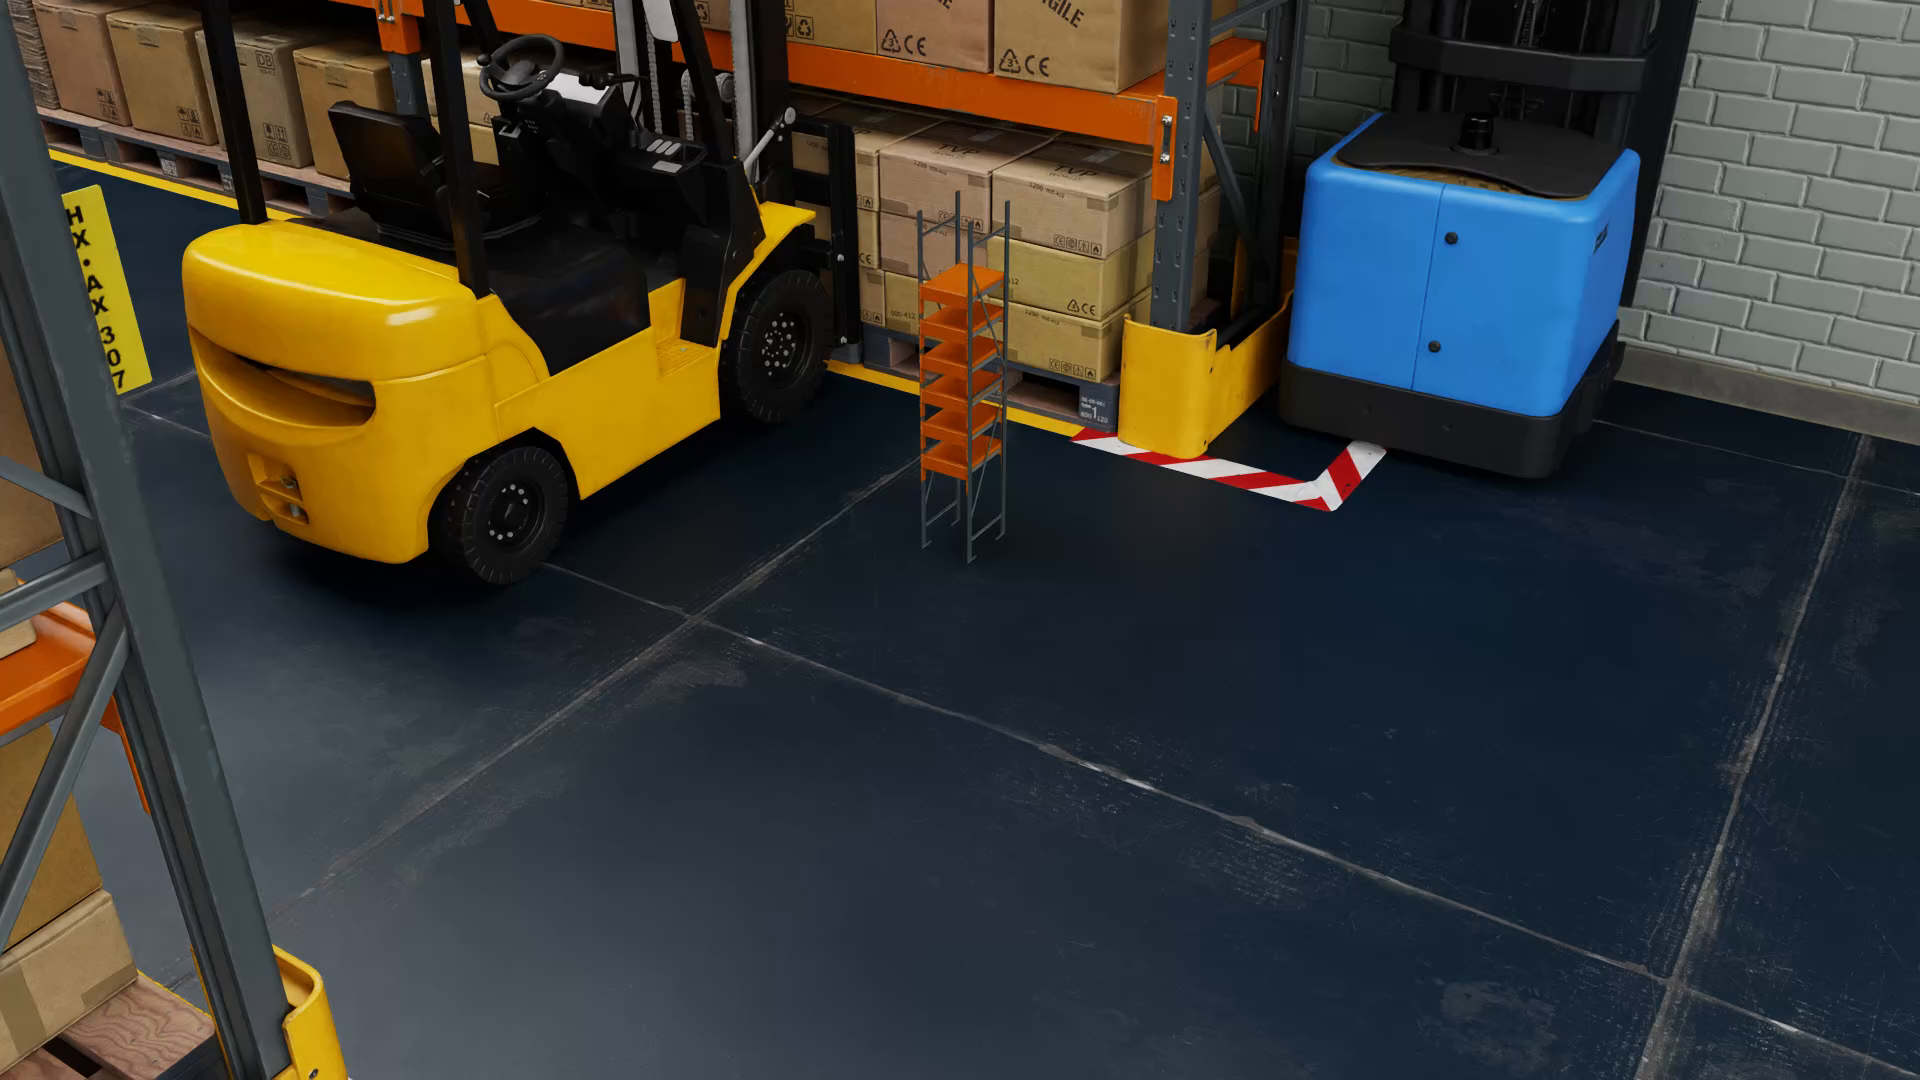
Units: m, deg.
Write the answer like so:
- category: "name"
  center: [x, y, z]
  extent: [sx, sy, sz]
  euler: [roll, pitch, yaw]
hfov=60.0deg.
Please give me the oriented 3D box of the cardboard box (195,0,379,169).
- category: "cardboard box"
  center: [-3.469, -2.463, 8.935]
  extent: [0.625, 0.625, 0.875]
  euler: [17, 34, 27]

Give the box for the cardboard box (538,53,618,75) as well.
- category: "cardboard box"
  center: [-1.698, -1.982, 7.490]
  extent: [0.500, 0.250, 0.500]
  euler: [18, 35, 27]

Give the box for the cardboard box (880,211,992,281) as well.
- category: "cardboard box"
  center: [0.022, -1.235, 6.706]
  extent: [0.500, 0.250, 0.500]
  euler: [17, 34, 27]

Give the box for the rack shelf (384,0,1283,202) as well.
- category: "rack shelf"
  center: [-0.674, -2.115, 7.112]
  extent: [4.000, 0.370, 1.077]
  euler: [18, 35, 27]

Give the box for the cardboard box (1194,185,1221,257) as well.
- category: "cardboard box"
  center: [0.732, -1.314, 6.841]
  extent: [0.500, 0.250, 0.500]
  euler: [18, 35, 28]

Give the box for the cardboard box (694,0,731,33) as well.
- category: "cardboard box"
  center: [-0.837, -2.363, 6.724]
  extent: [0.500, 0.500, 0.500]
  euler: [18, 35, 28]

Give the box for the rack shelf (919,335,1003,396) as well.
- category: "rack shelf"
  center: [0.012, -0.580, 5.403]
  extent: [0.180, 0.103, 0.258]
  euler: [18, 35, 27]

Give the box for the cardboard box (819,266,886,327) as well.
- category: "cardboard box"
  center: [-0.381, -1.149, 7.056]
  extent: [0.500, 0.250, 0.500]
  euler: [18, 35, 28]

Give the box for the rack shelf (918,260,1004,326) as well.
- category: "rack shelf"
  center: [0.012, -0.787, 5.282]
  extent: [0.180, 0.103, 0.258]
  euler: [18, 35, 27]

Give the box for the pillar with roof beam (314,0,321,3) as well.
- category: "pillar with roof beam"
  center: [-6.461, -4.822, 5.085]
  extent: [0.400, 9.000, 9.100]
  euler: [18, 35, 27]

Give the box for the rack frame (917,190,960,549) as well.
- category: "rack frame"
  center: [-0.065, -0.539, 5.483]
  extent: [0.006, 1.200, 0.240]
  euler: [18, 35, 27]

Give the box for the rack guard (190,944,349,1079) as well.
- category: "rack guard"
  center: [-1.680, 1.289, 3.044]
  extent: [0.348, 0.500, 1.175]
  euler: [18, 35, 27]

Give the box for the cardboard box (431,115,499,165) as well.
- category: "cardboard box"
  center: [-2.123, -1.909, 7.862]
  extent: [0.500, 0.250, 0.500]
  euler: [17, 34, 27]

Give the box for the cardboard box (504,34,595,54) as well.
- category: "cardboard box"
  center: [-1.849, -2.337, 8.100]
  extent: [0.500, 0.250, 0.500]
  euler: [18, 35, 28]

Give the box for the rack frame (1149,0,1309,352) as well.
- category: "rack frame"
  center: [1.020, -1.890, 6.012]
  extent: [0.127, 3.000, 1.000]
  euler: [18, 35, 27]

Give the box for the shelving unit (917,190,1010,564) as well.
- category: "shelving unit"
  center: [0.012, -0.514, 5.441]
  extent: [0.189, 1.200, 0.258]
  euler: [18, 35, 27]

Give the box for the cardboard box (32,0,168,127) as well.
- category: "cardboard box"
  center: [-4.677, -2.844, 9.588]
  extent: [0.625, 0.625, 0.875]
  euler: [19, 35, 29]

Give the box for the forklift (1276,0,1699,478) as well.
- category: "forklift"
  center: [2.397, -2.198, 6.609]
  extent: [1.130, 2.935, 3.031]
  euler: [16, 34, 26]

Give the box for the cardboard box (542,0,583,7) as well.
- category: "cardboard box"
  center: [-1.681, -2.642, 7.202]
  extent: [0.500, 0.500, 0.500]
  euler: [18, 35, 28]

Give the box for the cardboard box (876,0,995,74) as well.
- category: "cardboard box"
  center: [0.029, -2.095, 6.266]
  extent: [0.500, 0.500, 0.500]
  euler: [19, 35, 29]

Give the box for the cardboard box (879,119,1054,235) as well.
- category: "cardboard box"
  center: [0.028, -1.440, 6.561]
  extent: [0.500, 0.250, 0.500]
  euler: [18, 35, 28]

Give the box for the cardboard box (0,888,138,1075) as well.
- category: "cardboard box"
  center: [-2.152, 0.902, 3.539]
  extent: [0.500, 0.250, 0.500]
  euler: [17, 34, 27]

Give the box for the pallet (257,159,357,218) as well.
- category: "pallet"
  center: [-3.013, -1.937, 8.861]
  extent: [1.213, 0.211, 1.003]
  euler: [18, 35, 27]

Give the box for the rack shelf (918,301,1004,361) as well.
- category: "rack shelf"
  center: [0.012, -0.683, 5.342]
  extent: [0.180, 0.103, 0.258]
  euler: [18, 35, 27]

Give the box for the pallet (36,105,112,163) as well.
- category: "pallet"
  center: [-5.080, -2.591, 9.982]
  extent: [1.213, 0.211, 1.003]
  euler: [18, 35, 27]

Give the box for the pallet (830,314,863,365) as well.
- category: "pallet"
  center: [-0.679, -1.199, 7.596]
  extent: [1.213, 0.211, 1.003]
  euler: [18, 35, 27]

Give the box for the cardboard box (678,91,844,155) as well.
- category: "cardboard box"
  center: [-0.830, -1.710, 7.023]
  extent: [0.500, 0.250, 0.500]
  euler: [17, 34, 26]

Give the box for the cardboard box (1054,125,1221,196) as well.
- category: "cardboard box"
  center: [0.713, -1.525, 6.707]
  extent: [0.500, 0.250, 0.500]
  euler: [17, 34, 27]

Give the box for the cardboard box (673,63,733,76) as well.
- category: "cardboard box"
  center: [-0.990, -2.067, 7.636]
  extent: [0.500, 0.250, 0.500]
  euler: [18, 35, 28]

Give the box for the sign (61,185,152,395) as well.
- category: "sign"
  center: [-1.328, -0.376, 2.558]
  extent: [0.005, 0.325, 0.100]
  euler: [18, 35, 27]

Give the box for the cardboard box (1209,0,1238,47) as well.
- category: "cardboard box"
  center: [0.748, -2.184, 6.418]
  extent: [0.500, 0.500, 0.500]
  euler: [19, 35, 29]

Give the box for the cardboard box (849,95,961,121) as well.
- category: "cardboard box"
  center: [-0.130, -1.796, 7.171]
  extent: [0.500, 0.250, 0.500]
  euler: [17, 34, 27]

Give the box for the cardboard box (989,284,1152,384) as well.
- category: "cardboard box"
  center: [0.454, -0.874, 6.584]
  extent: [0.500, 0.250, 0.500]
  euler: [18, 35, 28]

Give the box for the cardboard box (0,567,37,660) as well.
- category: "cardboard box"
  center: [-1.794, 0.159, 2.750]
  extent: [0.250, 0.149, 0.380]
  euler: [18, 35, 28]
